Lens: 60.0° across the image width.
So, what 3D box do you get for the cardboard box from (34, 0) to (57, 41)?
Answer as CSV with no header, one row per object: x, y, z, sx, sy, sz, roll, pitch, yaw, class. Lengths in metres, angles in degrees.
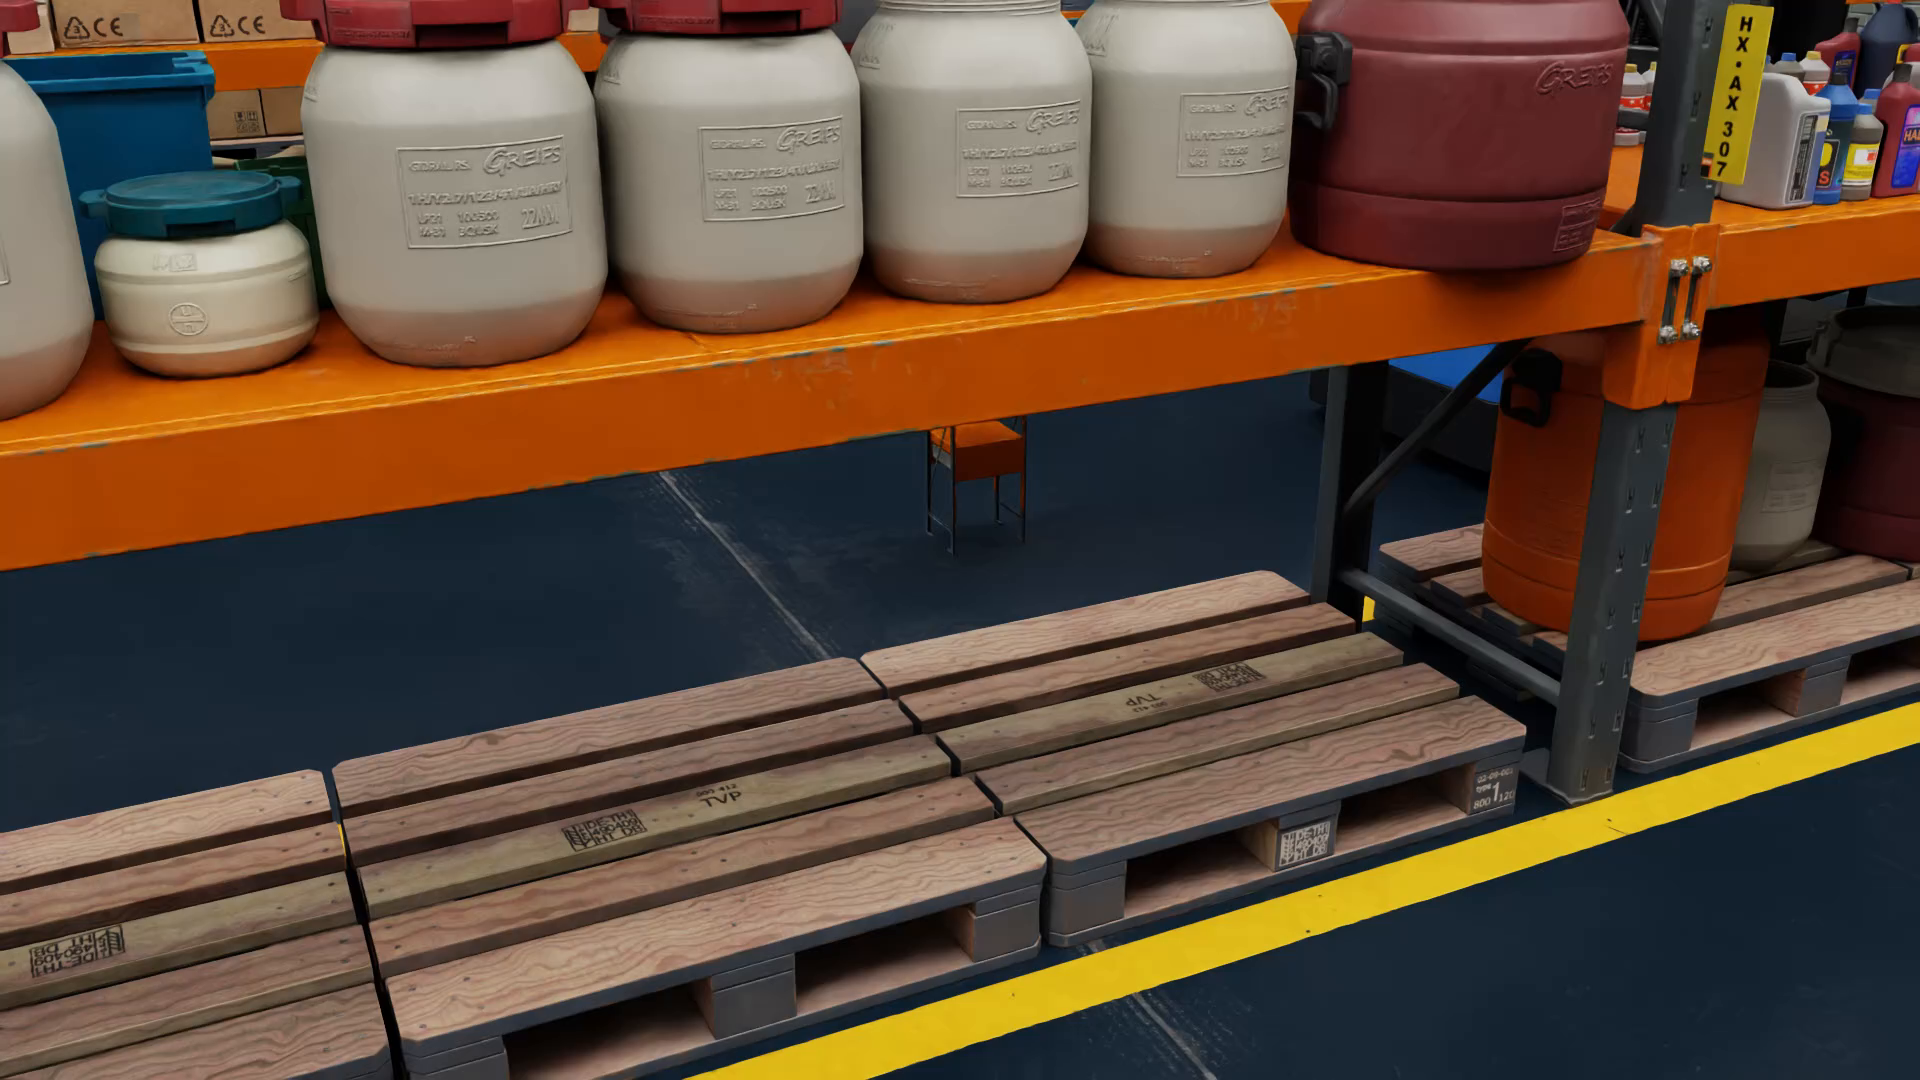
-3.809,-2.149,6.696,0.258,0.266,0.396,-11,25,-25,cardboard box

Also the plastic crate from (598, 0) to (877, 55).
-0.361,-0.825,3.238,0.583,0.464,0.402,-10,25,-24,plastic crate

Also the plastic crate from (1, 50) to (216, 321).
-1.518,-0.577,2.744,0.575,0.384,0.392,-10,25,-24,plastic crate

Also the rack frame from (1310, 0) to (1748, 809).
1.228,-0.958,3.643,0.127,3.000,1.000,-10,25,-24,rack frame

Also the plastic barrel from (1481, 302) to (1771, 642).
1.661,-0.236,4.188,0.708,0.830,0.600,-10,25,-24,plastic barrel

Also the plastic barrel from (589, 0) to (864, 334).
-0.369,-0.634,2.682,0.433,0.535,0.433,0,22,0,plastic barrel

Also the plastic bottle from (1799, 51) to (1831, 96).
2.341,-1.245,4.595,0.097,0.201,0.097,0,22,0,plastic bottle

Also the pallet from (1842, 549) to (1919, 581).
3.018,-0.016,5.012,1.213,0.211,1.003,-10,25,-24,pallet

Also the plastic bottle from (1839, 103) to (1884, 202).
1.962,-0.853,3.648,0.097,0.201,0.097,0,22,0,plastic bottle

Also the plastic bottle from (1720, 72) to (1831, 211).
1.758,-0.861,3.571,0.135,0.276,0.152,-10,25,-24,plastic bottle

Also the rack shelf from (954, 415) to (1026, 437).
0.048,-0.484,5.075,0.240,0.259,0.215,-10,25,-24,rack shelf

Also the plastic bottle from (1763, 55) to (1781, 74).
2.165,-1.212,4.517,0.097,0.201,0.097,0,22,0,plastic bottle

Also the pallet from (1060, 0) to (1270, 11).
0.833,-2.901,8.588,1.213,0.211,1.003,-10,25,-24,pallet

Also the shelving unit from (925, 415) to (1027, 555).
0.048,-0.494,5.071,0.252,1.050,0.215,-10,25,-24,shelving unit

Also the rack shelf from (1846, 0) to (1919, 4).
4.489,-3.329,10.310,4.000,0.370,1.077,-10,25,-24,rack shelf

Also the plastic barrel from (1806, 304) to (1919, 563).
2.679,-0.312,4.686,0.708,0.588,0.600,-10,25,-24,plastic barrel

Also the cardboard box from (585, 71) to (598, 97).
-2.350,-3.650,12.407,0.750,0.750,0.750,-11,25,-24,cardboard box

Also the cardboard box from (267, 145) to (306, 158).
-2.910,-1.604,7.515,0.500,0.311,0.500,-11,25,-24,cardboard box

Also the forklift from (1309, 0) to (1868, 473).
2.884,-1.945,6.116,3.031,2.935,1.130,-12,25,-26,forklift

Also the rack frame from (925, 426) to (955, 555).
-0.062,-0.474,5.022,0.008,1.050,0.200,-10,25,-24,rack frame

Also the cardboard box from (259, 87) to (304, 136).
-4.645,-3.146,11.621,0.500,0.500,0.700,-11,25,-24,cardboard box

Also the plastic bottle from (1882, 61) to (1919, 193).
2.175,-0.938,3.756,0.135,0.276,0.152,-10,25,-24,plastic bottle

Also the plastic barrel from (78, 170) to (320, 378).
-1.118,-0.397,2.469,0.301,0.262,0.301,0,22,0,plastic barrel

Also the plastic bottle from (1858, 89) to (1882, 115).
2.104,-0.943,3.867,0.097,0.201,0.097,0,22,0,plastic bottle

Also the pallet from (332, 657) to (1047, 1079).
-0.585,0.646,3.413,1.213,0.211,1.003,-10,25,-24,pallet

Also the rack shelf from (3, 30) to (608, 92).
-2.719,-2.002,7.104,4.000,0.370,1.077,-10,25,-24,rack shelf

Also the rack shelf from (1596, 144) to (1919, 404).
3.030,-0.958,4.582,4.000,0.370,1.077,-10,25,-24,rack shelf

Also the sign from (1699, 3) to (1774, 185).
1.472,-0.845,3.156,0.005,0.325,0.100,-10,25,-24,sign

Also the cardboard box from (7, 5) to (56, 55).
-3.635,-1.963,6.398,0.250,0.149,0.380,-10,25,-24,cardboard box

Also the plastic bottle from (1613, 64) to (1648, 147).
1.727,-1.132,4.322,0.097,0.201,0.097,0,22,0,plastic bottle

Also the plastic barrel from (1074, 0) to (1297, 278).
0.393,-0.766,3.031,0.421,0.512,0.421,0,22,0,plastic barrel

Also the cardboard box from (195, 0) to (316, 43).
-2.897,-2.341,6.852,0.500,0.500,0.500,-10,25,-24,cardboard box
